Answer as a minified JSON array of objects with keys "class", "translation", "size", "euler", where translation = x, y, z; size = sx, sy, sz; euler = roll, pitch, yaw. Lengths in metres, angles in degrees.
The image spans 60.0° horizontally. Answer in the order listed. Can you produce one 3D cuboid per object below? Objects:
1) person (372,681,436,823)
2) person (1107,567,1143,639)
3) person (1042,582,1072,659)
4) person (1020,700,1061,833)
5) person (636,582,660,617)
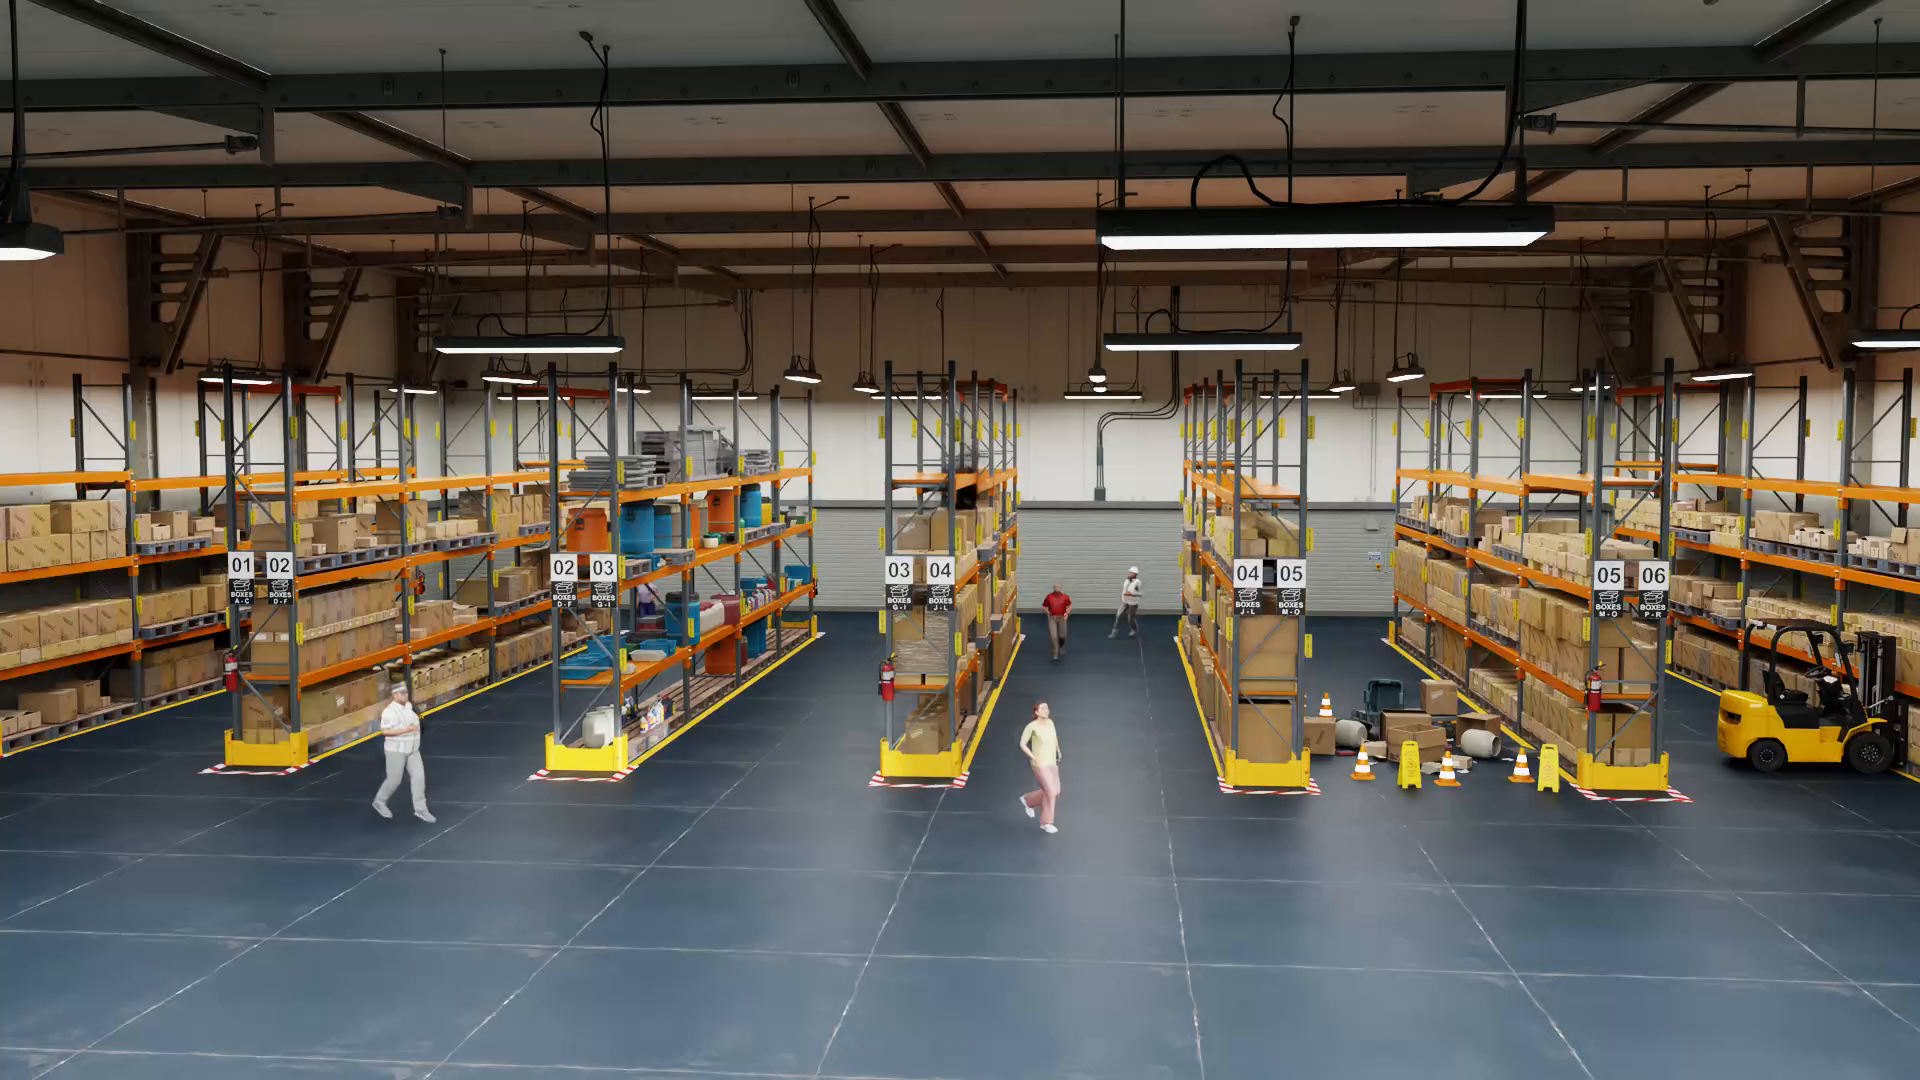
[{"class":"person","translation":[-7.126,2.697,21.244],"size":[0.898,1.805,0.653],"euler":[2,4,25]},{"class":"person","translation":[4.084,1.498,39.921],"size":[0.767,1.741,0.880],"euler":[3,5,41]},{"class":"person","translation":[2.125,1.767,36.418],"size":[0.659,1.674,0.600],"euler":[0,4,2]},{"class":"person","translation":[1.005,2.833,20.900],"size":[0.576,1.618,0.627],"euler":[-3,5,-42]},{"class":"person","translation":[-7.375,1.599,39.118],"size":[0.619,1.654,0.861],"euler":[0,4,-7]}]
